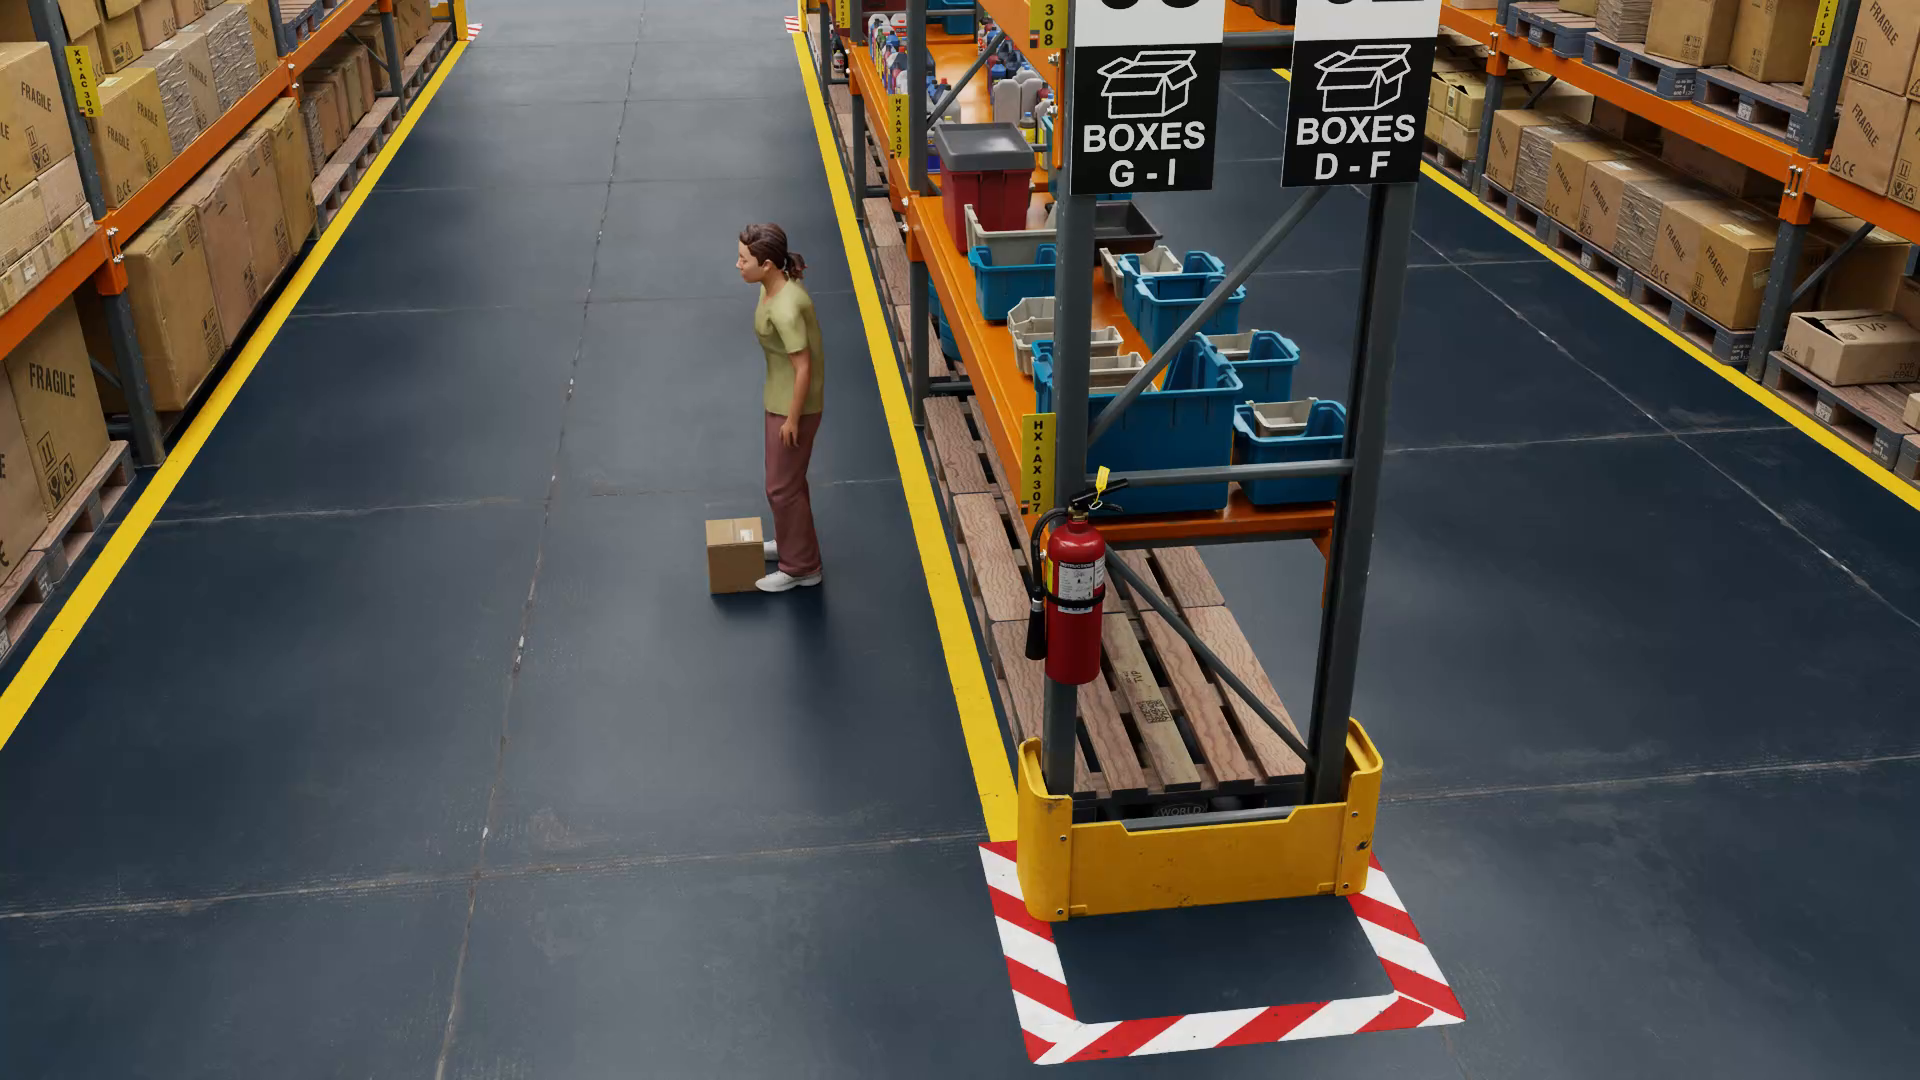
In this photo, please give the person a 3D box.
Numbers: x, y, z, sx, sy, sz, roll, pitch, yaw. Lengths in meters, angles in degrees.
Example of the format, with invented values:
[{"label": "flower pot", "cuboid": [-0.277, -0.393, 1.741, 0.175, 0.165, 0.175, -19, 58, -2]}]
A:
[{"label": "person", "cuboid": [-0.776, -0.579, 7.244, 0.347, 1.672, 0.521, -5, 28, -10]}]
